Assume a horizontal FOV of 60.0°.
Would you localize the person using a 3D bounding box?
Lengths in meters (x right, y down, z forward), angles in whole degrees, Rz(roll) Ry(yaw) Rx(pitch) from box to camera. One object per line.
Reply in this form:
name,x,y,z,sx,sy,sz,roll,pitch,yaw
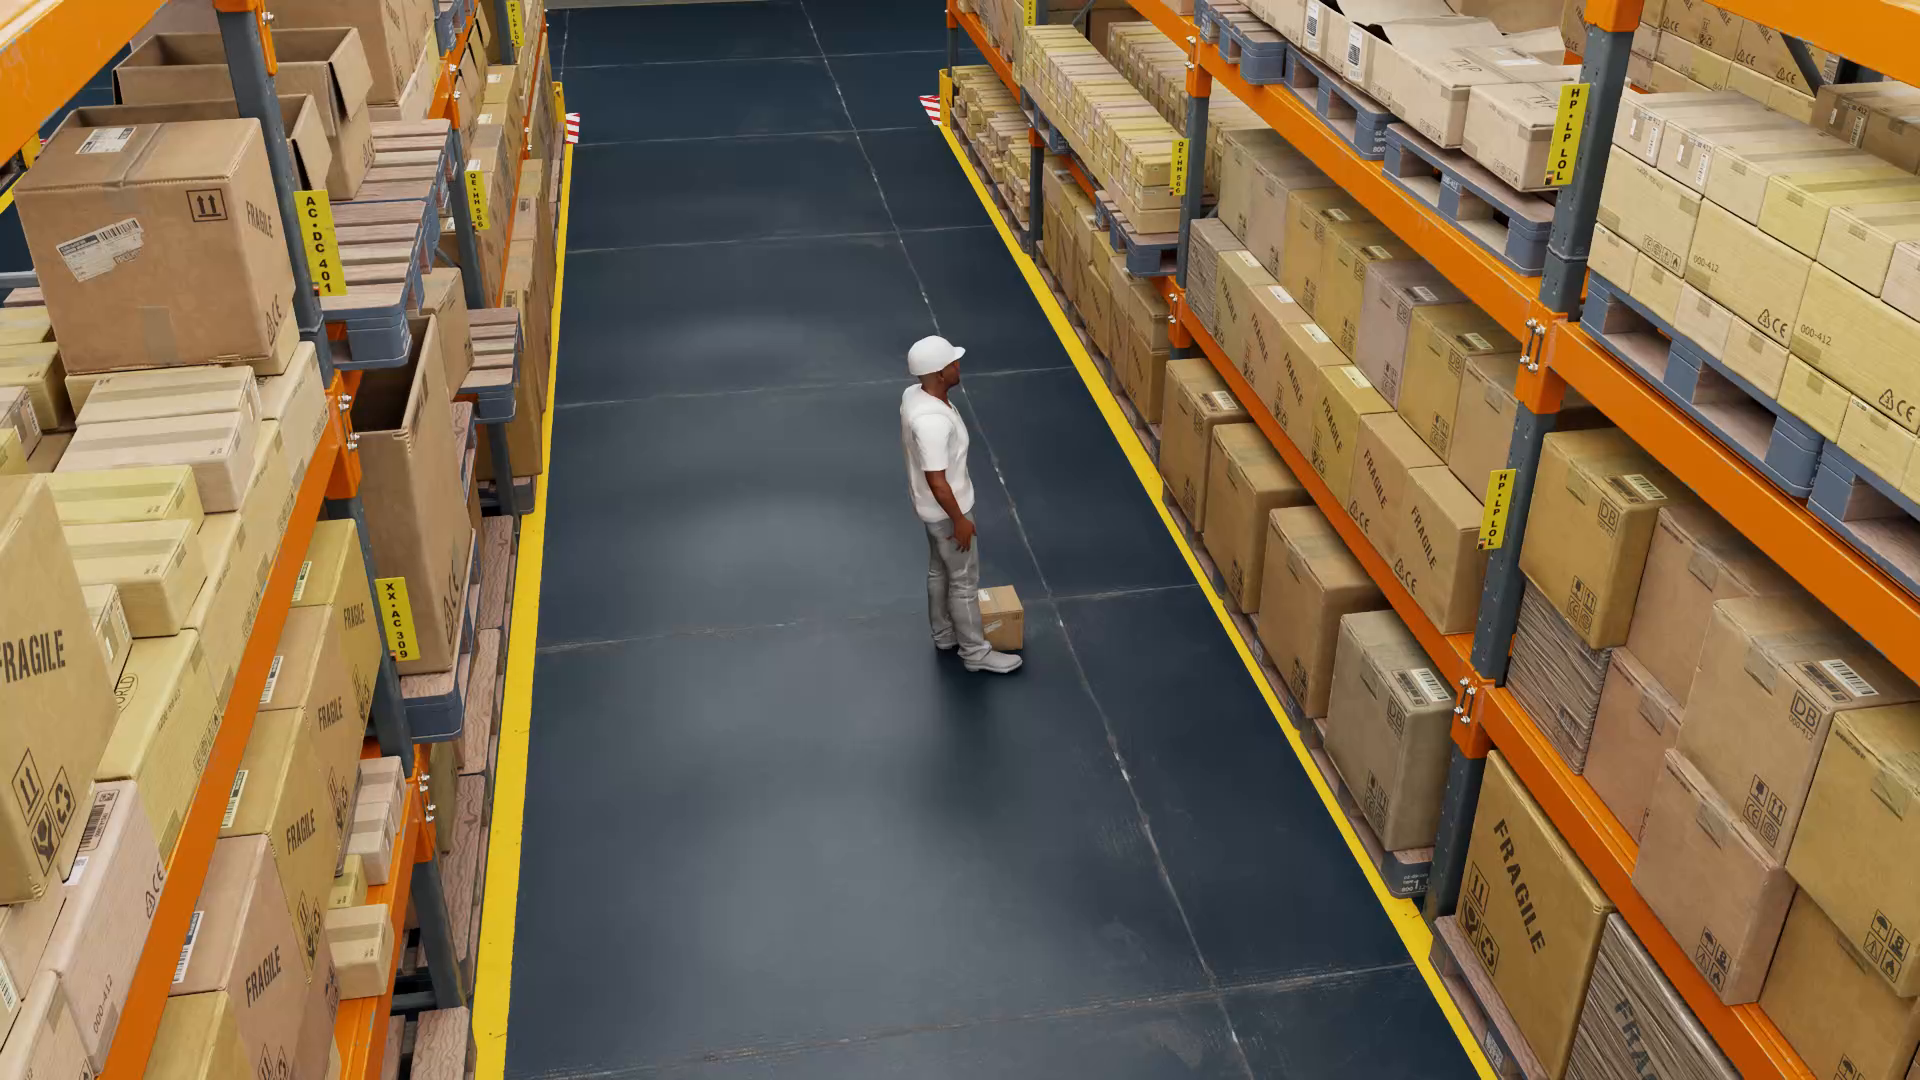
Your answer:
person,-0.004,-0.203,8.441,0.574,1.768,0.665,-5,31,-9
